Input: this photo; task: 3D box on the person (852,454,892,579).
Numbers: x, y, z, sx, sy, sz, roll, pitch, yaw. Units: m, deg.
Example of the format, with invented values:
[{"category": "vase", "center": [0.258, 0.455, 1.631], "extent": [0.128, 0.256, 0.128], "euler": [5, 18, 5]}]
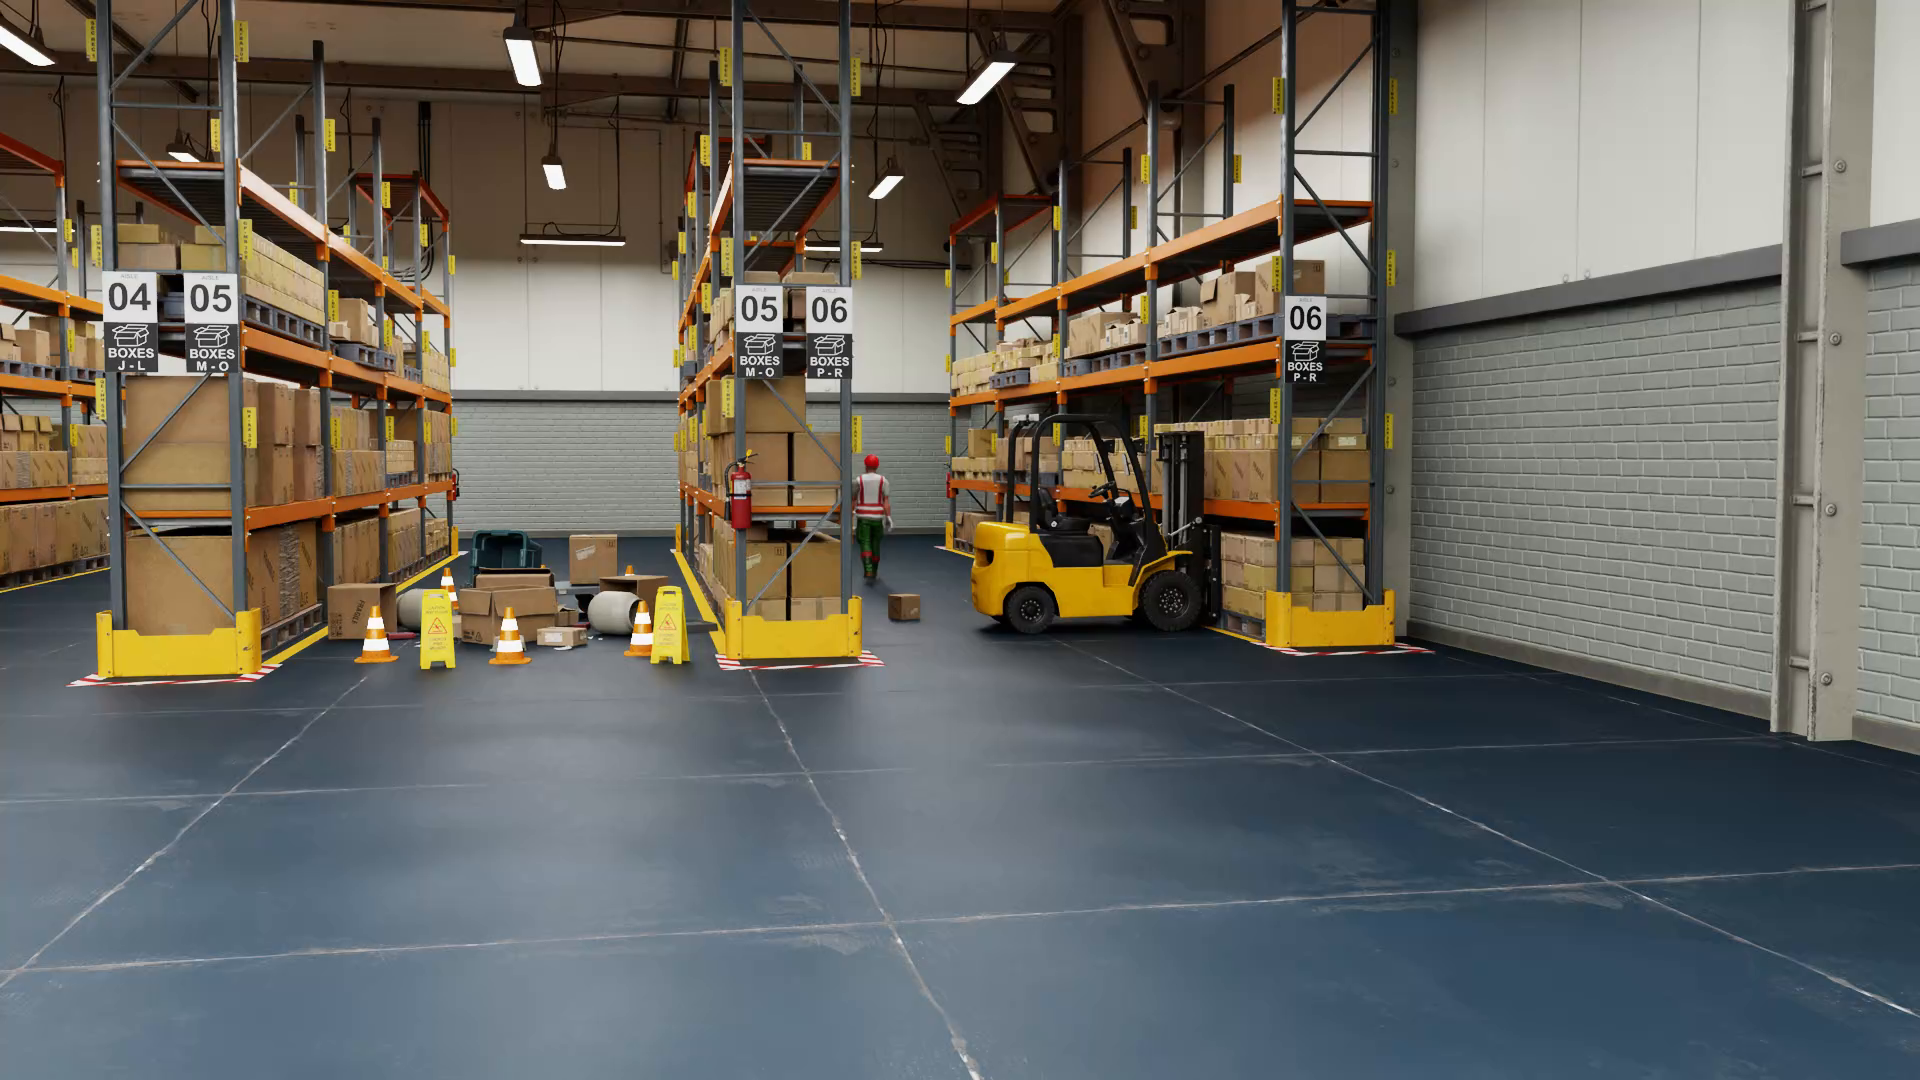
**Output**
[{"category": "person", "center": [-1.257, -0.311, 22.964], "extent": [0.587, 1.748, 1.022], "euler": [-1, 3, -13]}]
